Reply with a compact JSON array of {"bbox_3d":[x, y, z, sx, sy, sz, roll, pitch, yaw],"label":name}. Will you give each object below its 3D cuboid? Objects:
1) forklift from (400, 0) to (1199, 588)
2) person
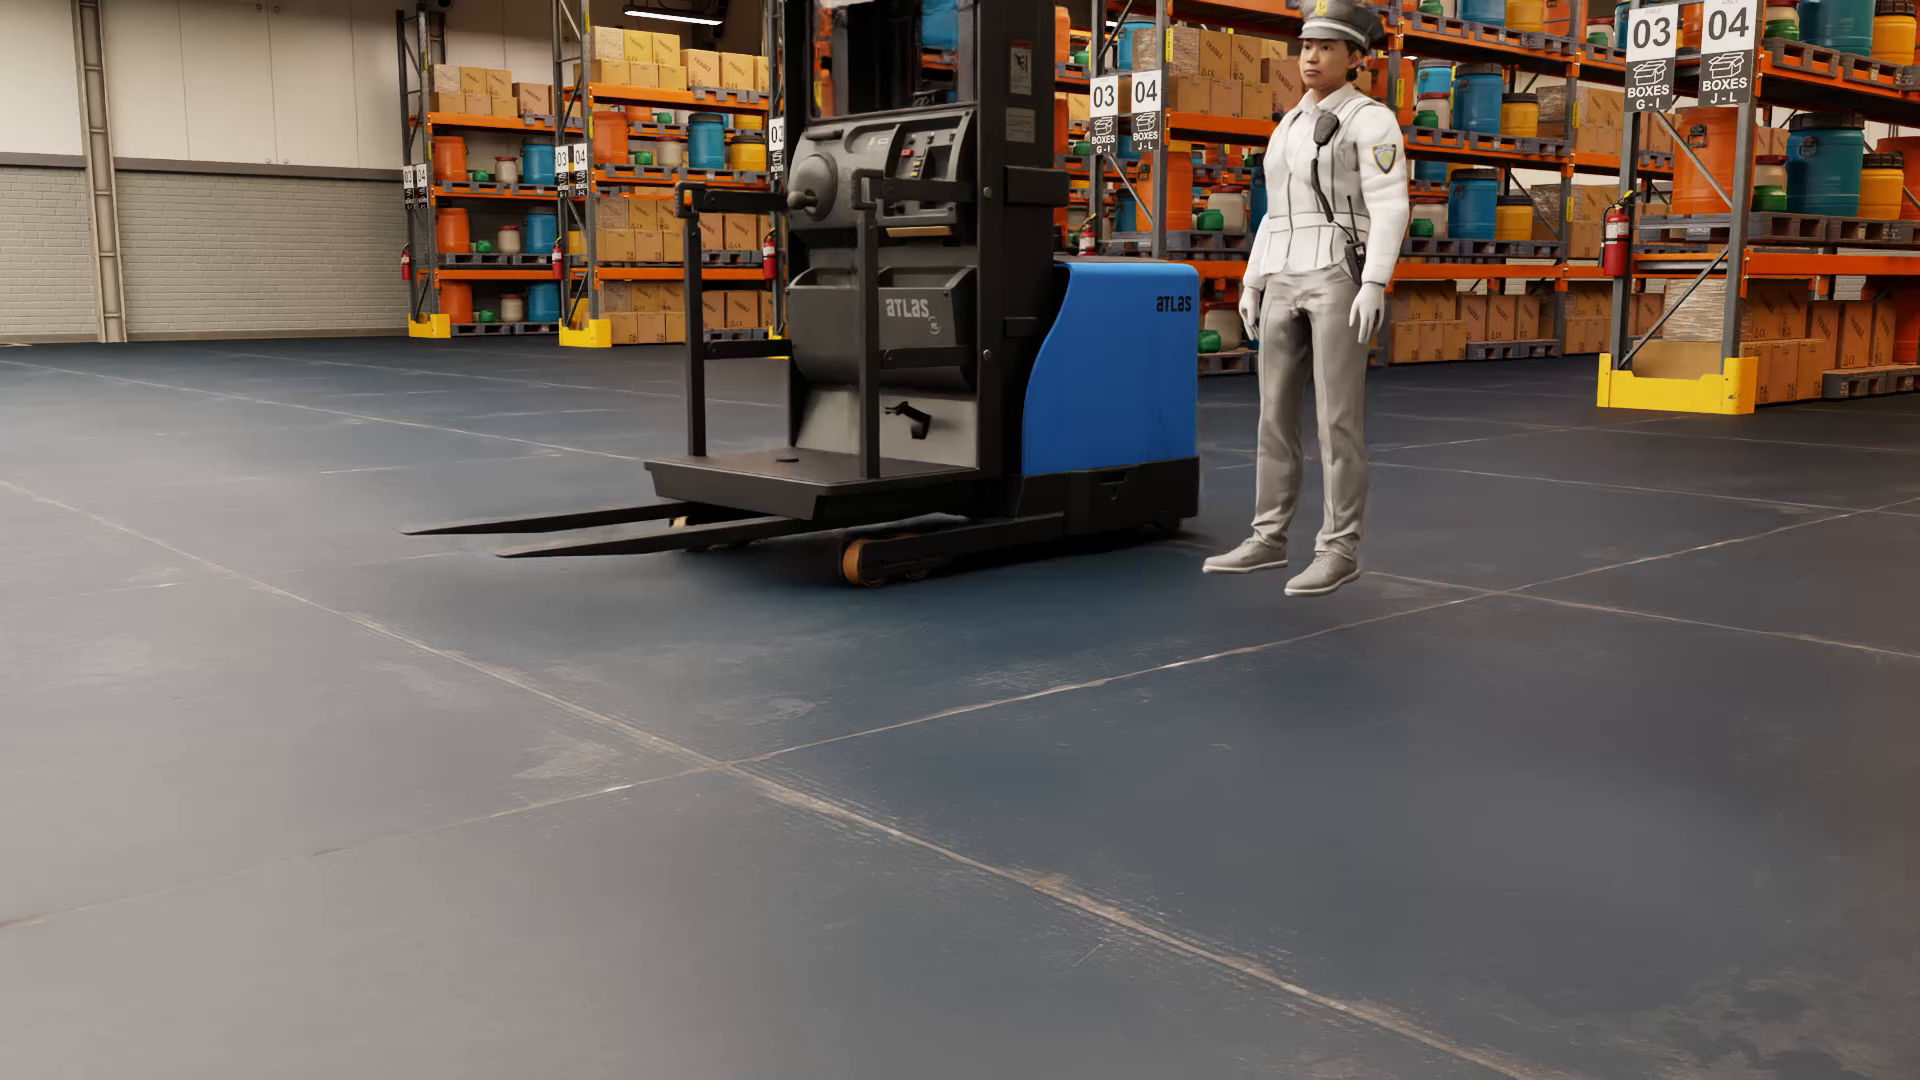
[{"bbox_3d":[-0.449,-1.379,5.866,3.031,2.935,1.130,-8,12,-43],"label":"forklift"},{"bbox_3d":[1.026,-0.711,4.890,0.407,1.712,0.624,-6,10,-32],"label":"person"}]
